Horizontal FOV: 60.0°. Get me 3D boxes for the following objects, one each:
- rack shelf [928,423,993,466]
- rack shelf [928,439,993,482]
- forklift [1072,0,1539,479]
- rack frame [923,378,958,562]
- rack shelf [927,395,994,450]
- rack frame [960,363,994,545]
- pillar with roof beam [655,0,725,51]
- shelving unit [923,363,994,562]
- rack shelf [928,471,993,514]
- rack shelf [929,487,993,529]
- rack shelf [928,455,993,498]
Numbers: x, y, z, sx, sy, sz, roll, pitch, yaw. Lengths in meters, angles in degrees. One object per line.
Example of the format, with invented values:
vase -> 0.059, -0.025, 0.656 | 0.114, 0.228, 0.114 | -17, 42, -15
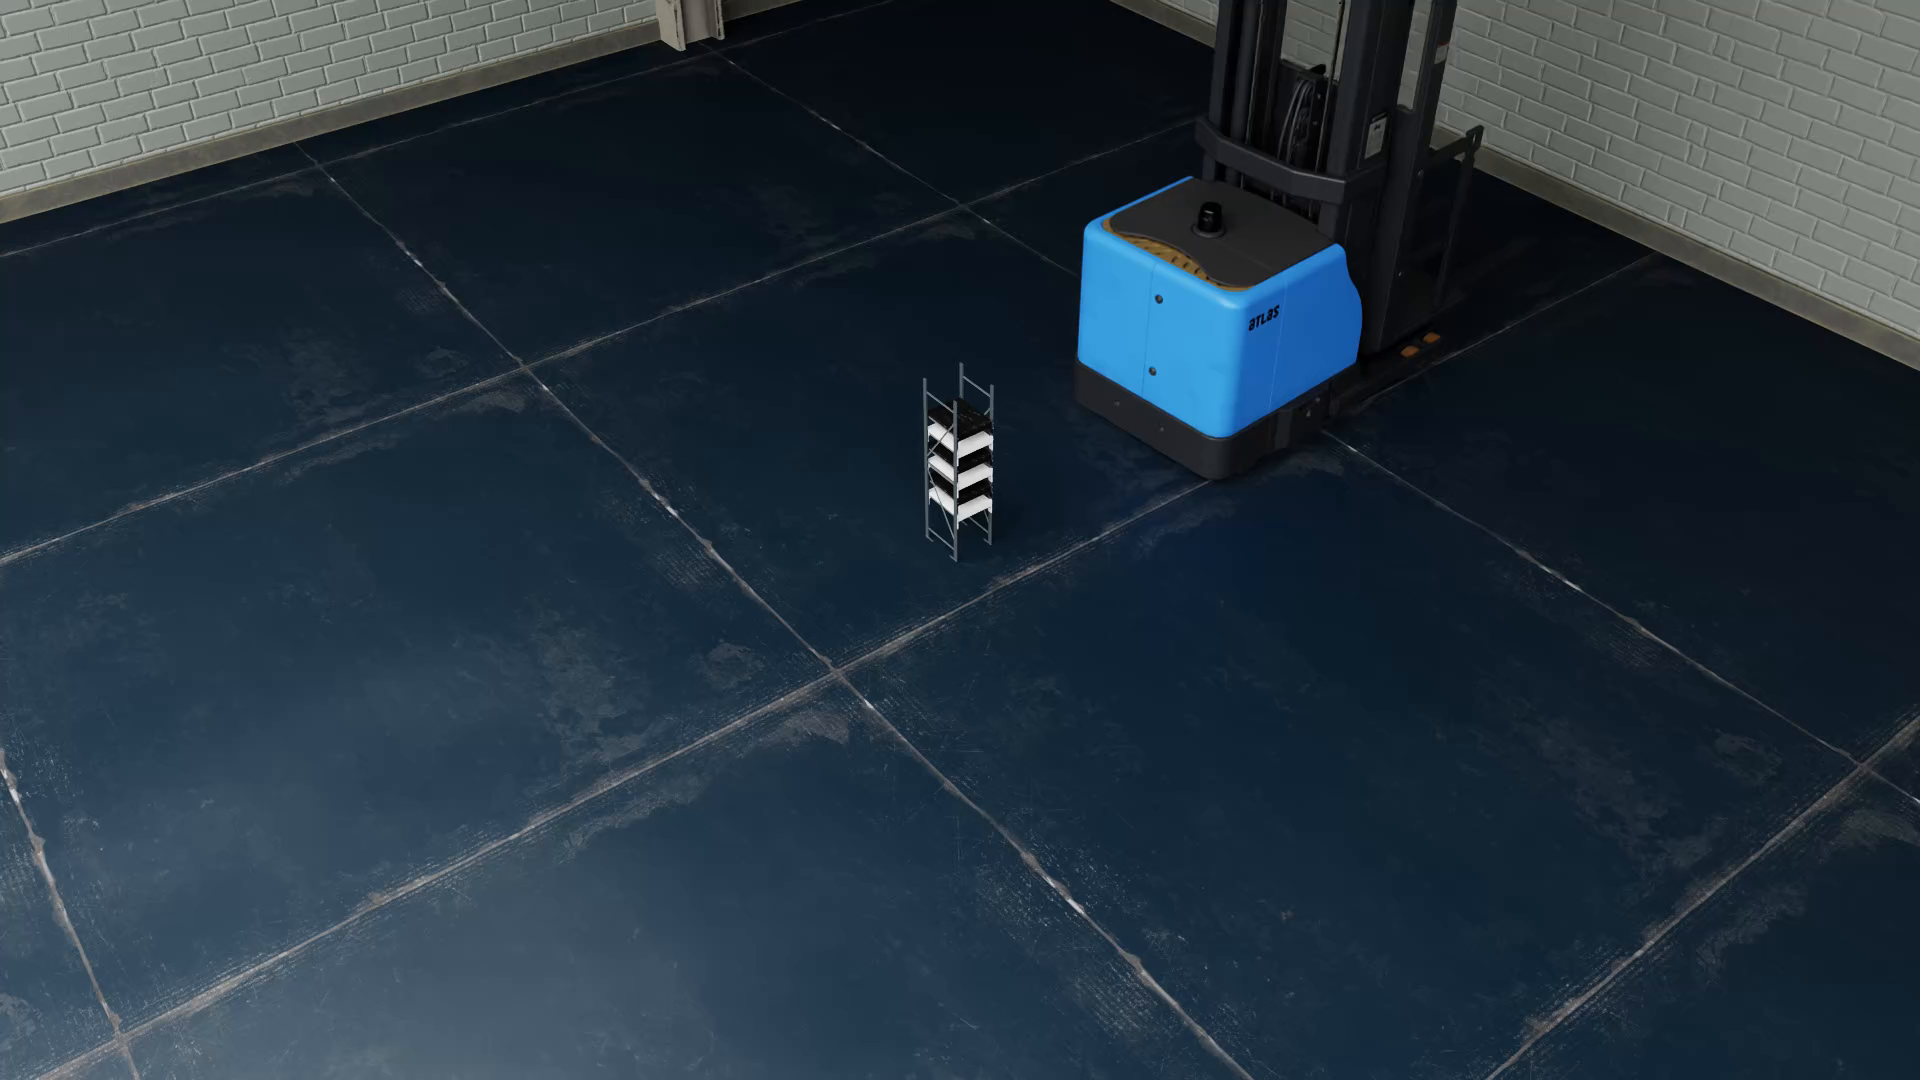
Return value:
rack shelf -> -0.006, -0.458, 7.501 | 0.200, 0.077, 0.258 | -26, 46, -28
rack shelf -> -0.006, -0.389, 7.558 | 0.200, 0.077, 0.258 | -26, 46, -28
forklift -> 2.020, -2.234, 8.296 | 3.031, 2.935, 1.130 | -30, 48, -31
rack frame -> -0.087, -0.305, 7.546 | 0.006, 0.900, 0.240 | -26, 46, -28
rack shelf -> -0.006, -0.528, 7.444 | 0.200, 0.077, 0.258 | -26, 46, -28
rack frame -> 0.074, -0.384, 7.642 | 0.006, 0.900, 0.240 | -26, 46, -28
pillar with roof beam -> 0.615, -5.079, 6.980 | 0.400, 9.000, 9.100 | -26, 46, -28
shelving unit -> -0.006, -0.345, 7.594 | 0.210, 0.900, 0.258 | -26, 46, -28
rack shelf -> -0.006, -0.249, 7.672 | 0.200, 0.077, 0.258 | -26, 46, -28
rack shelf -> -0.006, -0.180, 7.730 | 0.200, 0.077, 0.258 | -26, 46, -28
rack shelf -> -0.006, -0.319, 7.615 | 0.200, 0.077, 0.258 | -26, 46, -28
